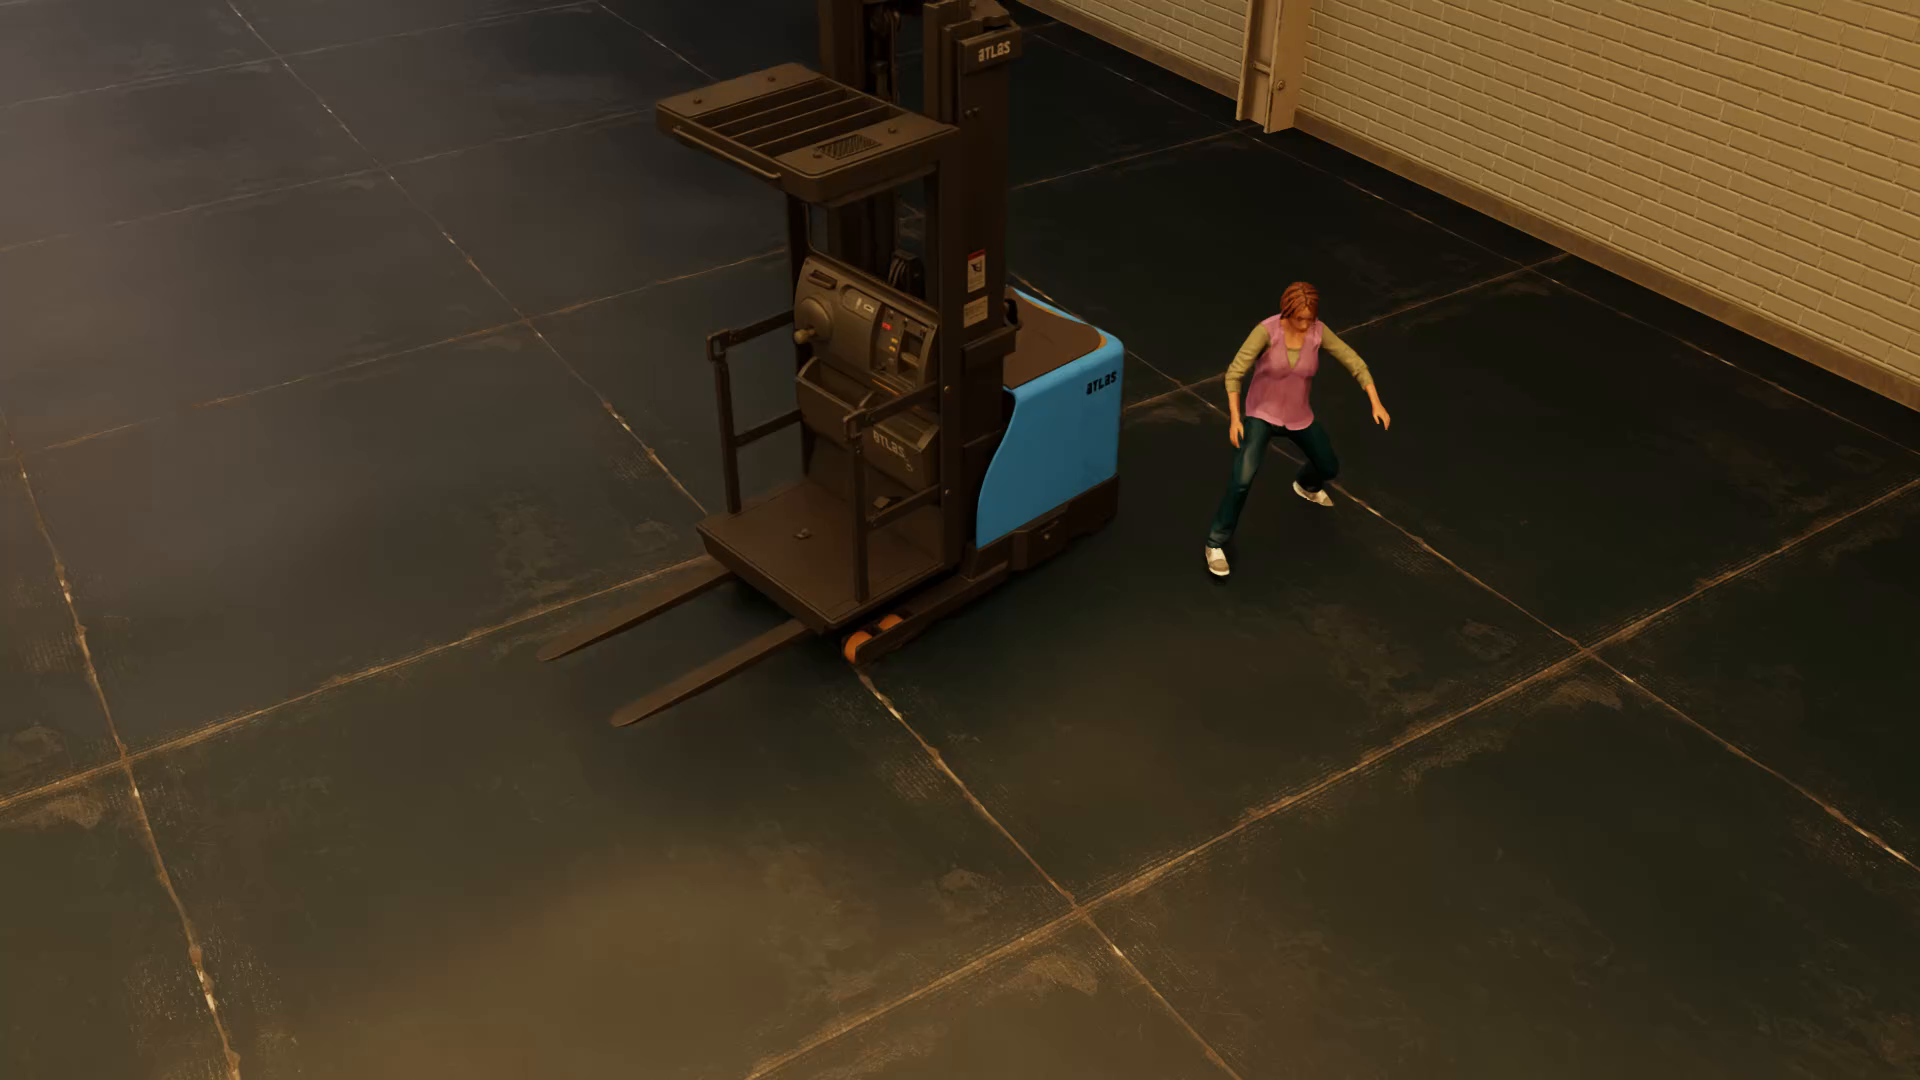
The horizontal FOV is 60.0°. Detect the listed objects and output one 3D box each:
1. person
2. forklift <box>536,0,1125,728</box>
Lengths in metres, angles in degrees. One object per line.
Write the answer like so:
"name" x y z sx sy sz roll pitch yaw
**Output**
"person" 1.658 -0.595 8.347 0.871 1.479 0.825 -3 35 -4
"forklift" -0.592 -0.940 7.485 3.031 2.935 1.130 -28 44 -34
